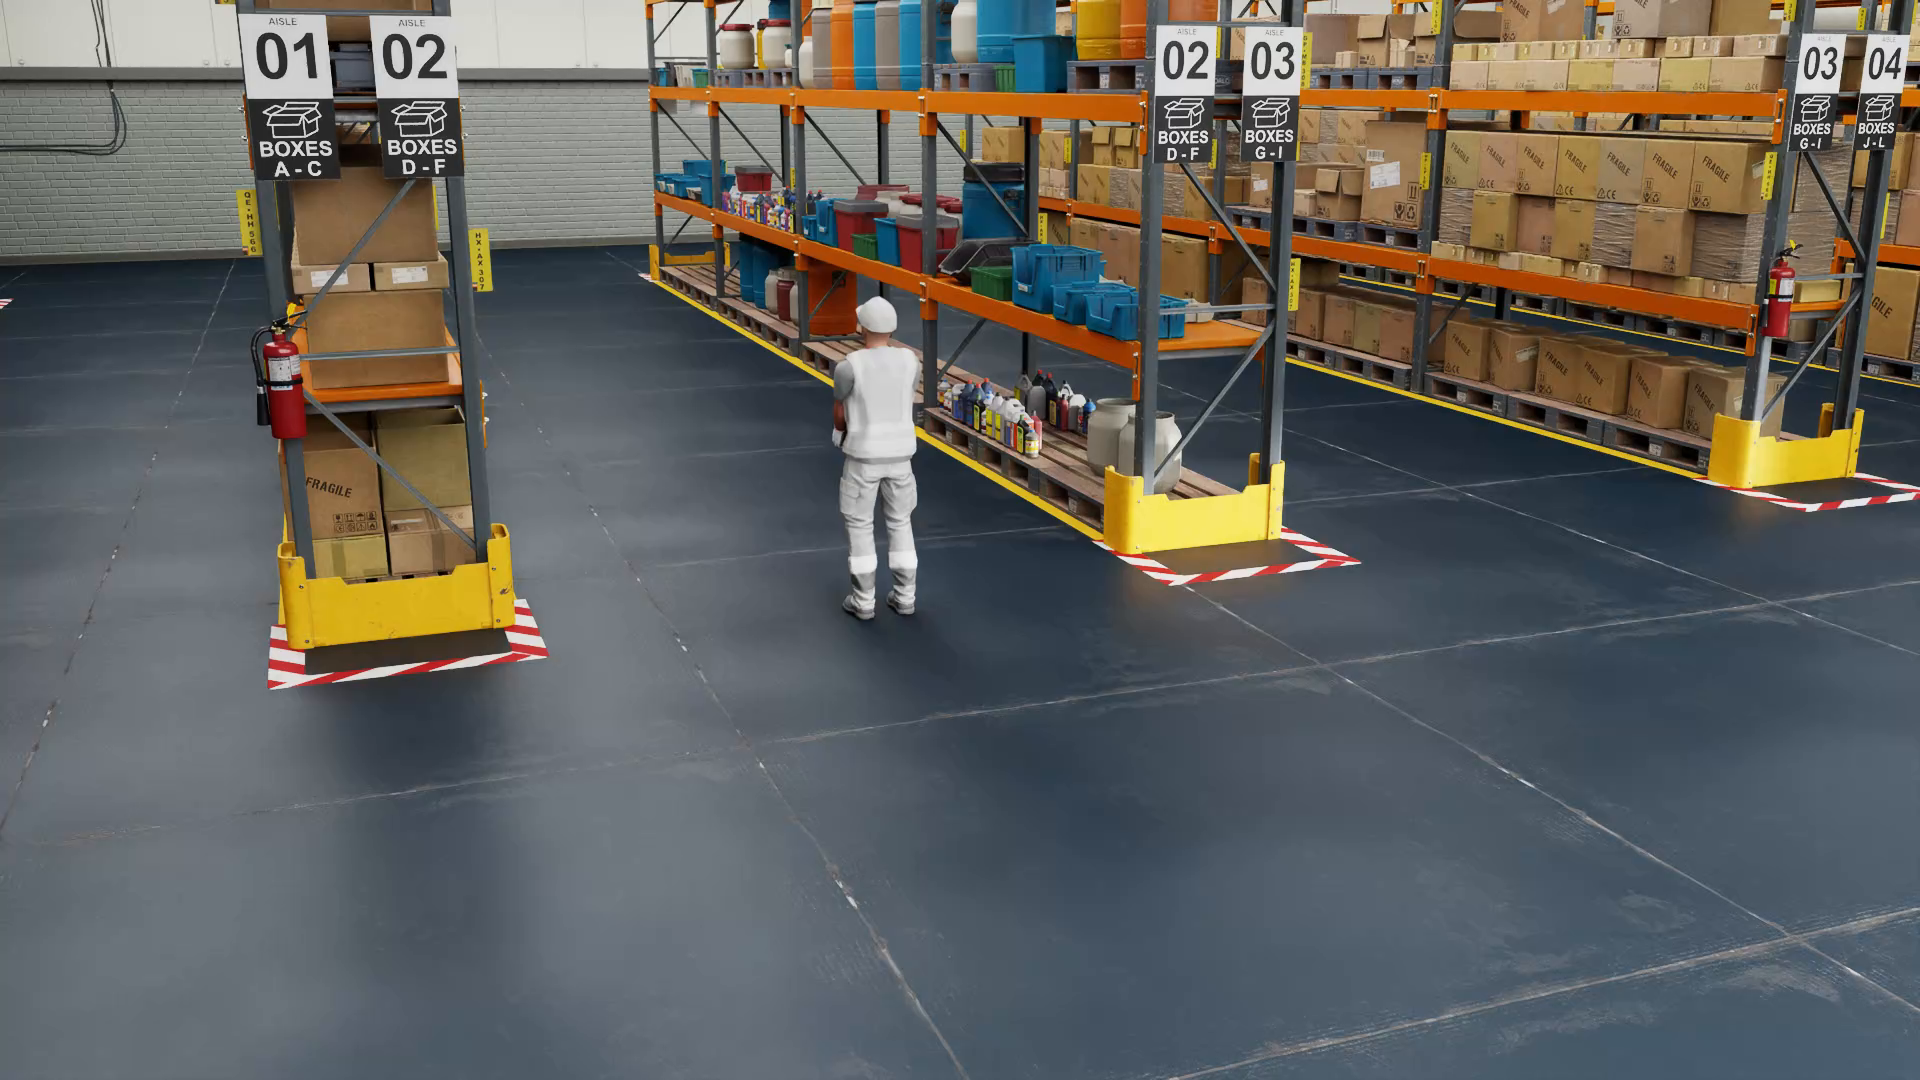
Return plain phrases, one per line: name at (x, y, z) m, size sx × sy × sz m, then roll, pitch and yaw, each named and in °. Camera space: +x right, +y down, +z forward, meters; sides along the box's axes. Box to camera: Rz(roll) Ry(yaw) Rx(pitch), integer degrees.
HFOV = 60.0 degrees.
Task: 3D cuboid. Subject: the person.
person at (-0.489, -0.473, 9.202) m, size 0.494 × 1.783 × 0.572 m, roll -6°, pitch 16°, yaw -20°
